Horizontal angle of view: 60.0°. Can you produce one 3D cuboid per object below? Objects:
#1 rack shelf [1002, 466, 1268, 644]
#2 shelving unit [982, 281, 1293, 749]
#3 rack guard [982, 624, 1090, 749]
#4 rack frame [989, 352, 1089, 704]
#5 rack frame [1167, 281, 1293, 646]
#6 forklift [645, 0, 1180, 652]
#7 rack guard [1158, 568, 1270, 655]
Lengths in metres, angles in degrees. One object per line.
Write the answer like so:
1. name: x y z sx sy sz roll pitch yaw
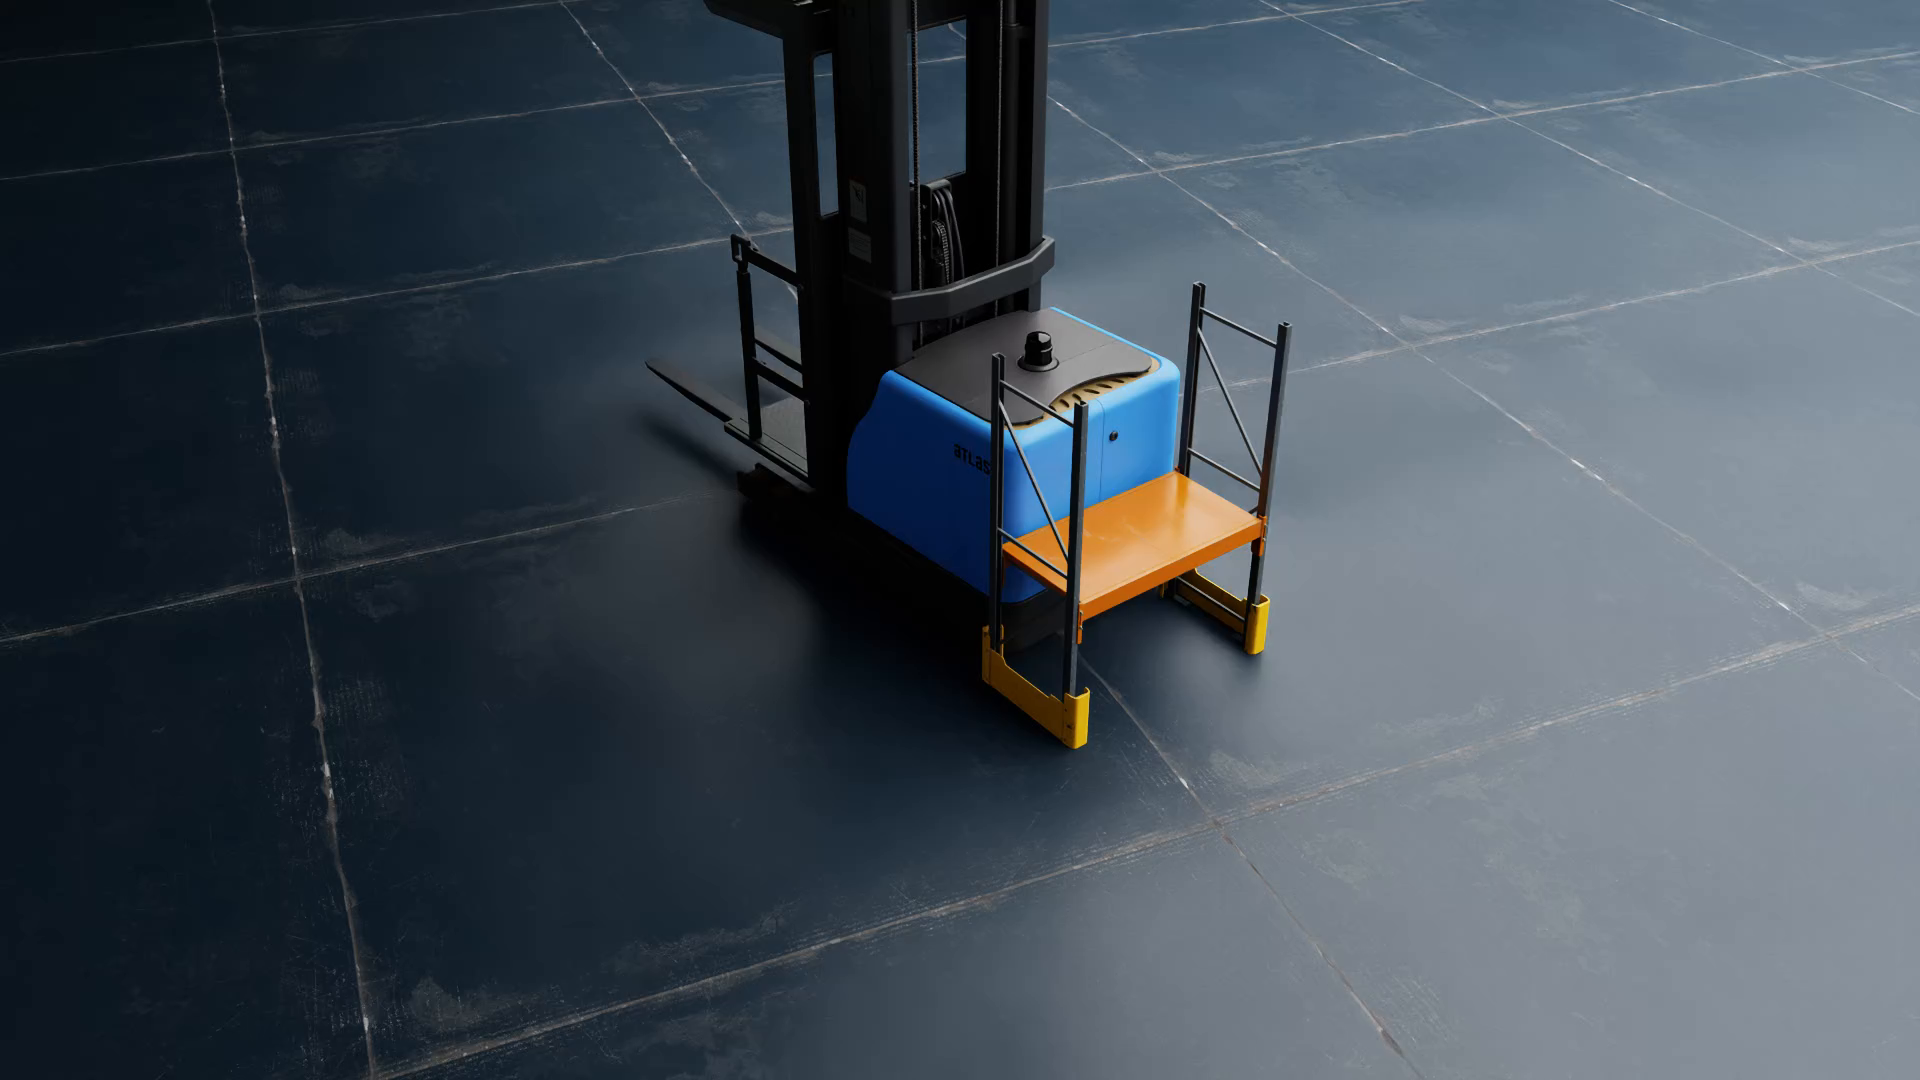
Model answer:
1. rack shelf: 0.682 0.040 6.644 1.000 0.185 0.538 -23 39 -31
2. shelving unit: 0.689 -0.114 6.550 1.083 1.500 0.587 -23 39 -31
3. rack guard: 0.295 0.576 6.636 0.087 0.250 0.587 -23 39 -31
4. rack frame: 0.279 0.058 6.285 0.032 1.500 0.500 -23 39 -31
5. rack frame: 1.084 -0.281 6.806 0.032 1.500 0.500 -23 39 -31
6. forklift: -0.417 -1.487 7.347 1.130 2.935 3.031 -26 41 -34
7. rack guard: 1.083 0.244 7.147 0.087 0.250 0.587 -23 39 -31
